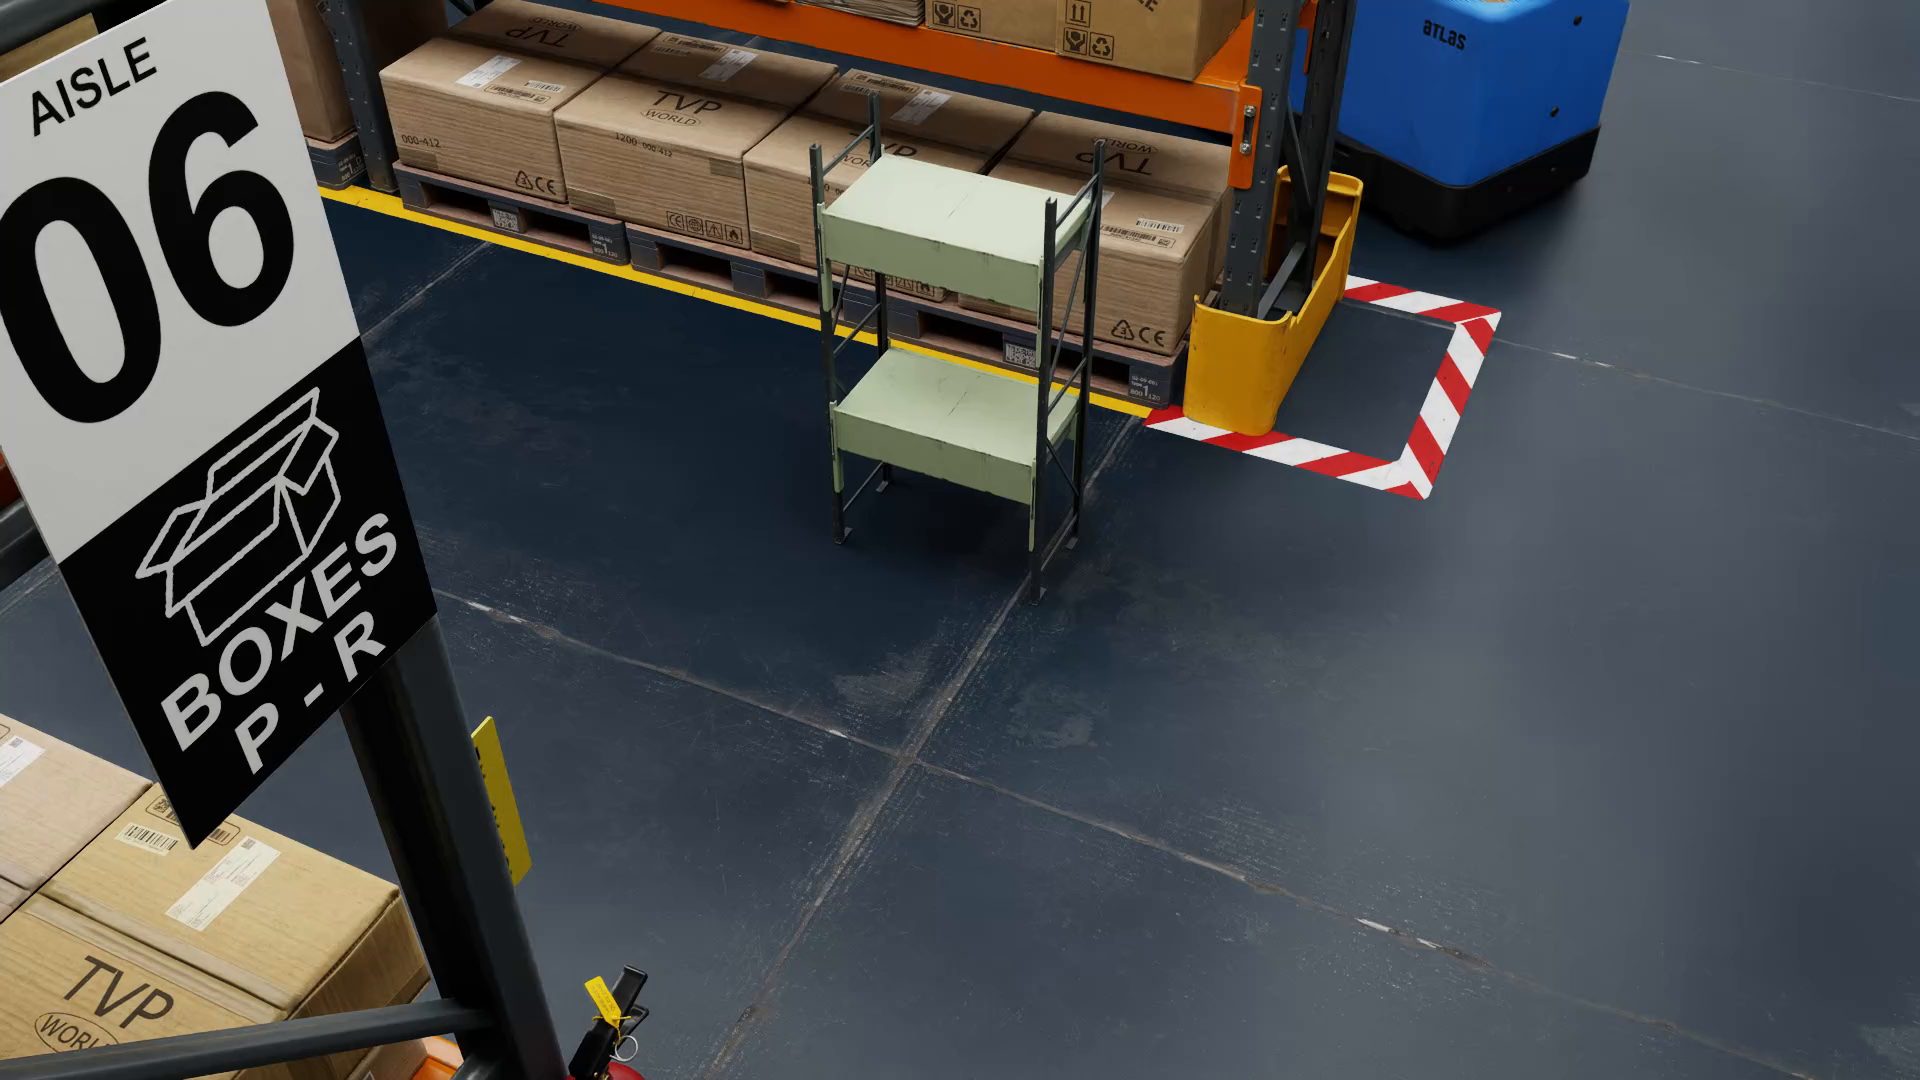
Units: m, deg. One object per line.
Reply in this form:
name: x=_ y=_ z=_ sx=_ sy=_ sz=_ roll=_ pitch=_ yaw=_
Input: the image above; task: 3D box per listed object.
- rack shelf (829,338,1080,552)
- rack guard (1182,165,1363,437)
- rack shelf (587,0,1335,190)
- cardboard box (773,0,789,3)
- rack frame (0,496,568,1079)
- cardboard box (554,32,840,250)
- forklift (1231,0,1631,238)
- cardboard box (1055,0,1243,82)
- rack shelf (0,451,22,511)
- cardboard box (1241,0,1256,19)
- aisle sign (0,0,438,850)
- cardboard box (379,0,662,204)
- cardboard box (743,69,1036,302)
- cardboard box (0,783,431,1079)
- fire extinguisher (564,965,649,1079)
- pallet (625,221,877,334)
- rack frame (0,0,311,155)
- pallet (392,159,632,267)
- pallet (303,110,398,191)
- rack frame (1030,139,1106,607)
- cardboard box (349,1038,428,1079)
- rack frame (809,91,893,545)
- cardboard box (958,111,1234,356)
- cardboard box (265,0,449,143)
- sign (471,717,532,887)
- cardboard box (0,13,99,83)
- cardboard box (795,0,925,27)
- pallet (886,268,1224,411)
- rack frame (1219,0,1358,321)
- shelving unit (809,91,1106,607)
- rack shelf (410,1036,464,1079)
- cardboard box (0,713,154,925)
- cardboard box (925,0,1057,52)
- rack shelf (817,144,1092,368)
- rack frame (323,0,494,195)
rack shelf: x=-0.006 y=-0.322 z=5.474 sx=0.720 sy=0.370 sz=0.431 roll=17 pitch=44 yaw=19
rack guard: x=1.225 y=-0.954 z=6.469 sx=0.348 sy=0.500 sz=1.175 roll=17 pitch=44 yaw=19
rack shelf: x=-0.609 y=-2.187 z=6.533 sx=4.000 sy=0.370 sz=1.077 roll=17 pitch=44 yaw=19
cardboard box: x=-0.738 y=-2.339 z=6.083 sx=0.500 sy=0.500 sz=0.500 roll=18 pitch=44 yaw=20
rack frame: x=-0.892 y=1.042 z=2.258 sx=0.127 sy=3.000 sz=1.000 roll=17 pitch=44 yaw=19
cardboard box: x=-1.086 y=-1.718 z=7.078 sx=0.875 sy=0.438 sz=0.875 roll=16 pitch=43 yaw=17
forklift: x=1.570 y=-3.317 z=7.339 sx=1.130 sy=2.935 sz=3.031 roll=-27 pitch=48 yaw=-28
cardboard box: x=0.654 y=-1.920 z=5.598 sx=0.500 sy=0.500 sz=0.500 roll=17 pitch=44 yaw=19
rack shelf: x=-2.704 y=-0.374 z=2.150 sx=4.000 sy=0.370 sz=1.077 roll=17 pitch=44 yaw=19
cardboard box: x=0.890 y=-2.246 z=5.975 sx=0.500 sy=0.500 sz=0.500 roll=17 pitch=44 yaw=18
aisle sign: x=-0.706 y=-0.096 z=1.586 sx=0.004 sy=0.787 sz=0.394 roll=17 pitch=44 yaw=19
cardboard box: x=-1.898 y=-1.966 z=7.364 sx=0.875 sy=0.438 sz=0.875 roll=16 pitch=44 yaw=18
cardboard box: x=-0.270 y=-1.468 z=6.789 sx=0.875 sy=0.438 sz=0.875 roll=18 pitch=44 yaw=20
cardboard box: x=-1.189 y=0.701 z=2.539 sx=0.500 sy=0.250 sz=0.500 roll=17 pitch=44 yaw=19
fire extinguisher: x=-0.563 y=0.978 z=2.675 sx=0.183 sy=0.674 sz=0.296 roll=17 pitch=44 yaw=19
pallet: x=-0.656 y=-1.365 z=7.164 sx=1.213 sy=0.211 sz=1.003 roll=17 pitch=44 yaw=19
rack frame: x=-0.892 y=-1.225 z=0.293 sx=0.127 sy=3.000 sz=1.000 roll=17 pitch=44 yaw=19
pallet: x=-1.765 y=-1.702 z=7.553 sx=1.213 sy=0.211 sz=1.003 roll=17 pitch=44 yaw=19
pallet: x=-3.153 y=-2.128 z=8.044 sx=1.213 sy=0.211 sz=1.003 roll=17 pitch=44 yaw=19
rack frame: x=0.326 y=-0.467 z=5.144 sx=0.023 sy=1.500 sz=0.400 roll=17 pitch=44 yaw=19
cardboard box: x=-1.074 y=0.883 z=2.633 sx=0.250 sy=0.149 sz=0.380 roll=17 pitch=44 yaw=18
rack frame: x=-0.338 y=-0.670 z=5.378 sx=0.023 sy=1.500 sz=0.400 roll=17 pitch=44 yaw=19
cardboard box: x=0.563 y=-1.219 z=6.502 sx=0.875 sy=0.438 sz=0.875 roll=16 pitch=43 yaw=17
cardboard box: x=-3.017 y=-2.493 z=7.638 sx=0.875 sy=0.875 sz=0.875 roll=18 pitch=44 yaw=20
sign: x=-0.663 y=0.393 z=2.346 sx=0.005 sy=0.325 sz=0.100 roll=17 pitch=44 yaw=19
cardboard box: x=-1.178 y=-0.432 z=1.556 sx=0.500 sy=0.250 sz=0.500 roll=17 pitch=44 yaw=18
cardboard box: x=-0.264 y=-2.204 z=5.926 sx=0.500 sy=0.500 sz=0.500 roll=18 pitch=44 yaw=20
pallet: x=0.446 y=-1.027 z=6.773 sx=1.213 sy=0.211 sz=1.003 roll=17 pitch=44 yaw=19
rack frame: x=1.203 y=-1.905 z=5.658 sx=0.127 sy=3.000 sz=1.000 roll=17 pitch=44 yaw=19
shelving unit: x=-0.006 y=-0.569 z=5.261 sx=0.755 sy=1.500 sz=0.431 roll=17 pitch=44 yaw=19
rack shelf: x=-2.704 y=0.760 z=3.132 sx=4.000 sy=0.370 sz=1.077 roll=17 pitch=44 yaw=19
cardboard box: x=-1.646 y=0.561 z=2.700 sx=0.500 sy=0.250 sz=0.500 roll=17 pitch=44 yaw=19
cardboard box: x=0.206 y=-2.068 z=5.769 sx=0.500 sy=0.500 sz=0.500 roll=16 pitch=43 yaw=18
rack shelf: x=-0.006 y=-0.863 z=5.005 sx=0.720 sy=0.370 sz=0.431 roll=17 pitch=44 yaw=19
rack frame: x=-2.421 y=-3.013 z=6.936 sx=0.127 sy=3.000 sz=1.000 roll=17 pitch=44 yaw=19
